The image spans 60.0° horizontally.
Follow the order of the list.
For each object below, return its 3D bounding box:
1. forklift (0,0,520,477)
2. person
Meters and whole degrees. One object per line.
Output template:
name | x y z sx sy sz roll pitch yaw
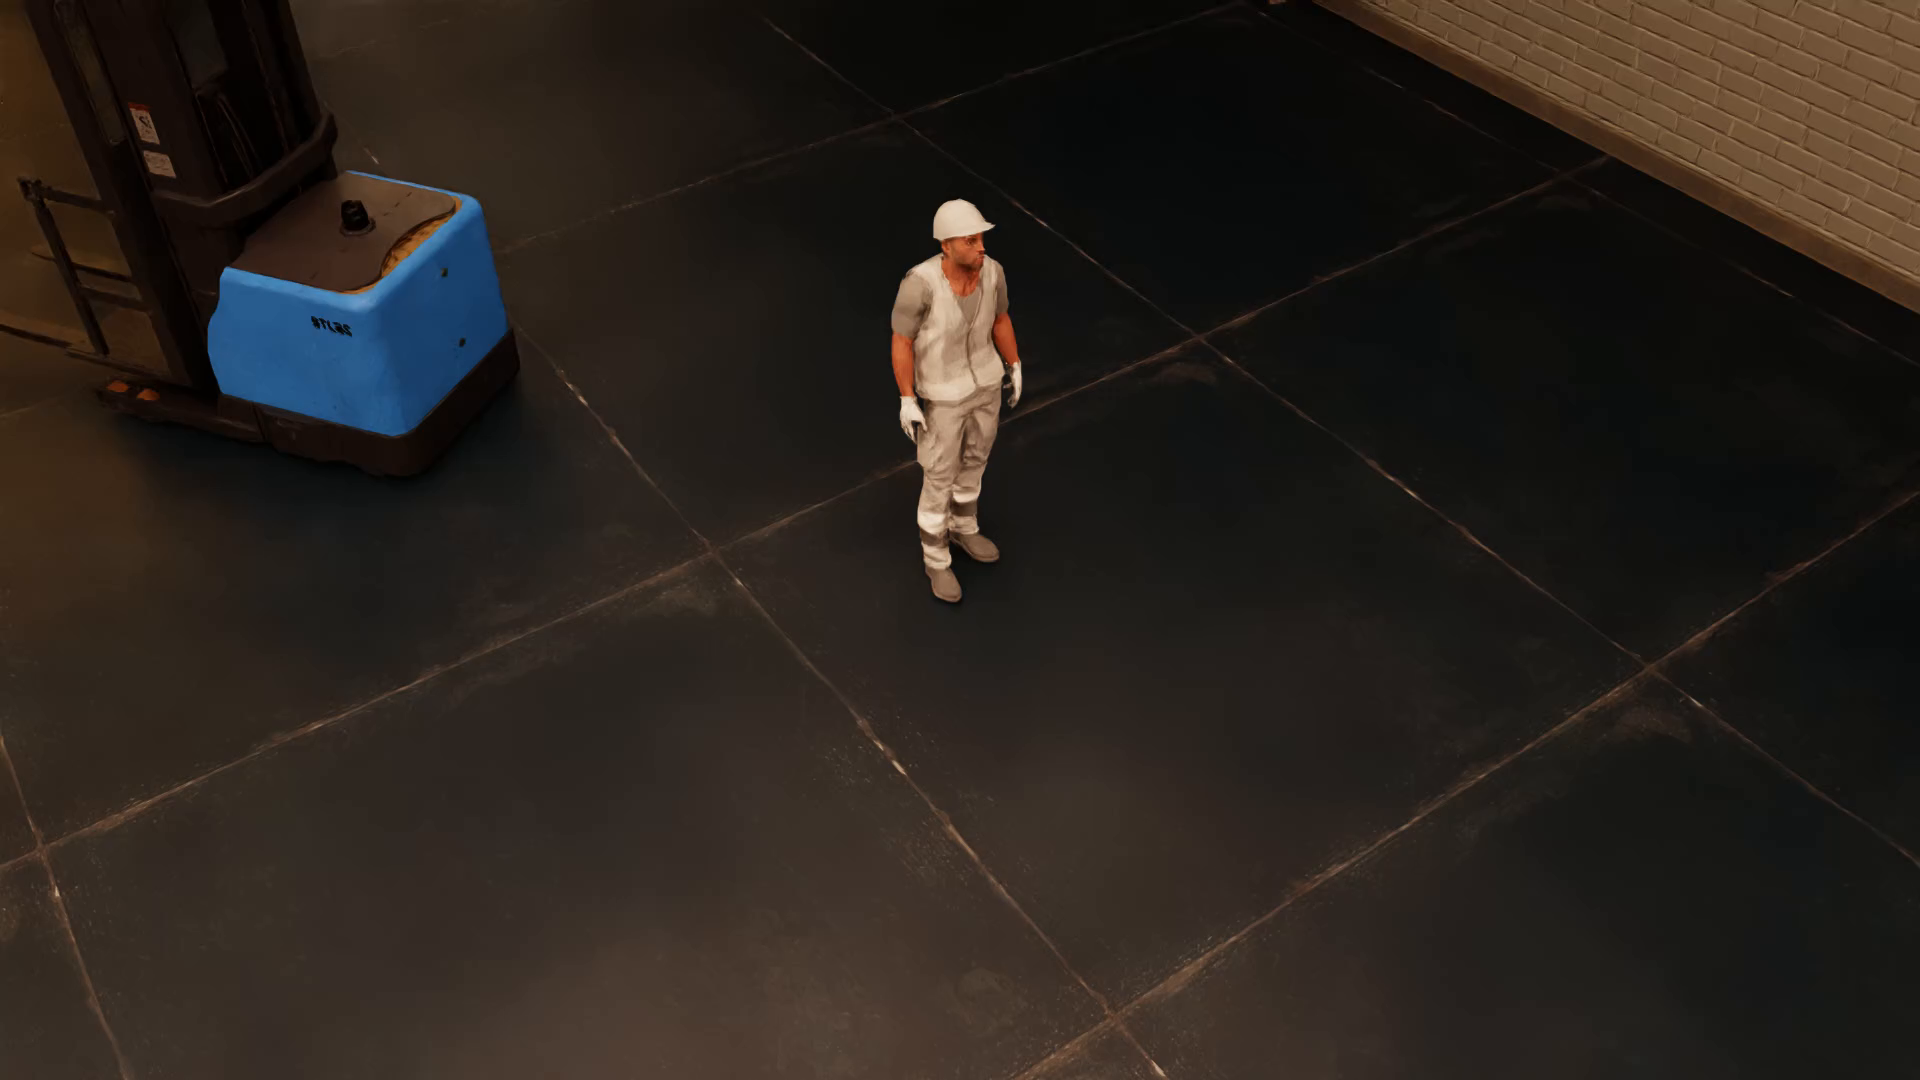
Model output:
forklift | -3.890 -2.006 7.892 3.031 2.935 1.130 14 45 15
person | 0.037 -0.614 7.214 0.637 1.787 0.563 -25 48 -25
